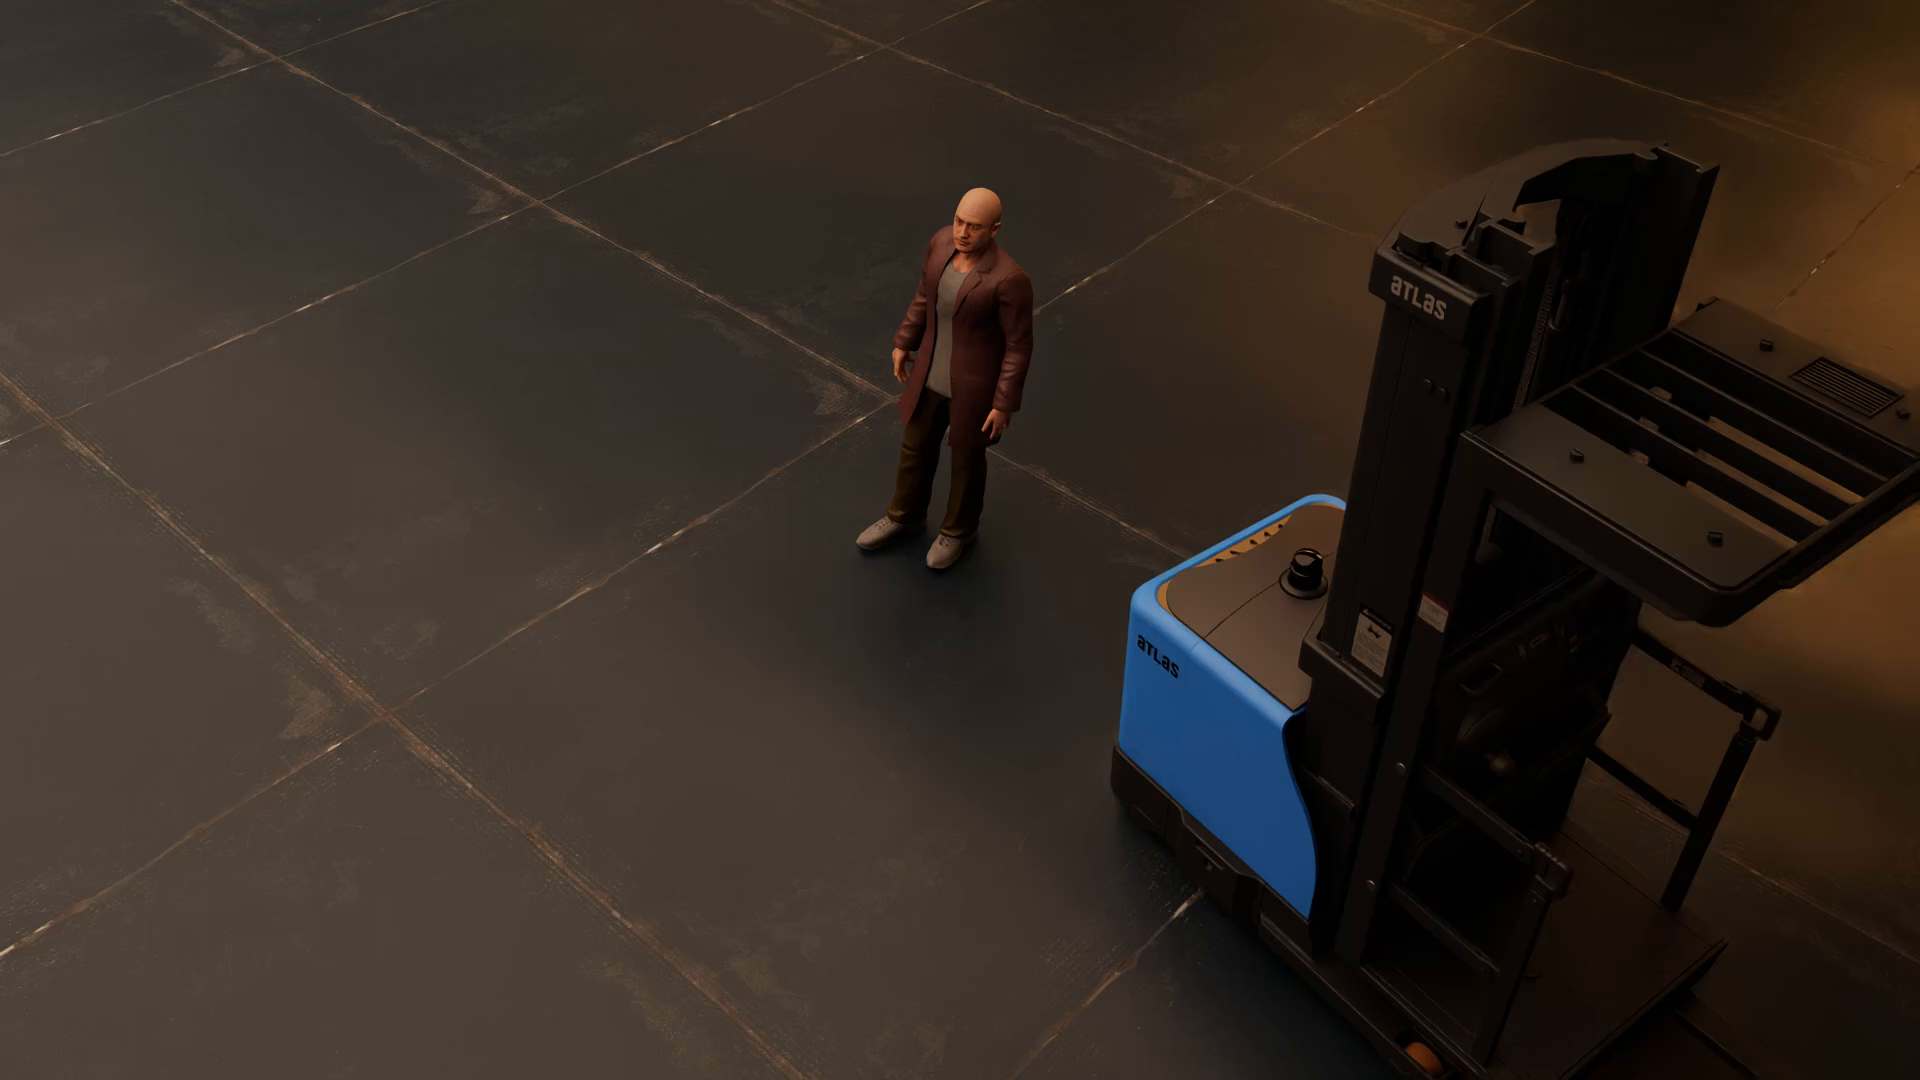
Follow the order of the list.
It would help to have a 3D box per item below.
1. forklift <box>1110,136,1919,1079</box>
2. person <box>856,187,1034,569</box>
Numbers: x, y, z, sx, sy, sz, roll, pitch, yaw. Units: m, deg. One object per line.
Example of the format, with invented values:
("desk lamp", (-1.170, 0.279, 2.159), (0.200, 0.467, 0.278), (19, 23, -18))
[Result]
("forklift", (1.871, 0.459, 4.893), (1.130, 2.935, 3.031), (-26, 47, -27))
("person", (-0.065, -0.638, 7.046), (0.698, 1.778, 0.579), (31, 49, 31))
